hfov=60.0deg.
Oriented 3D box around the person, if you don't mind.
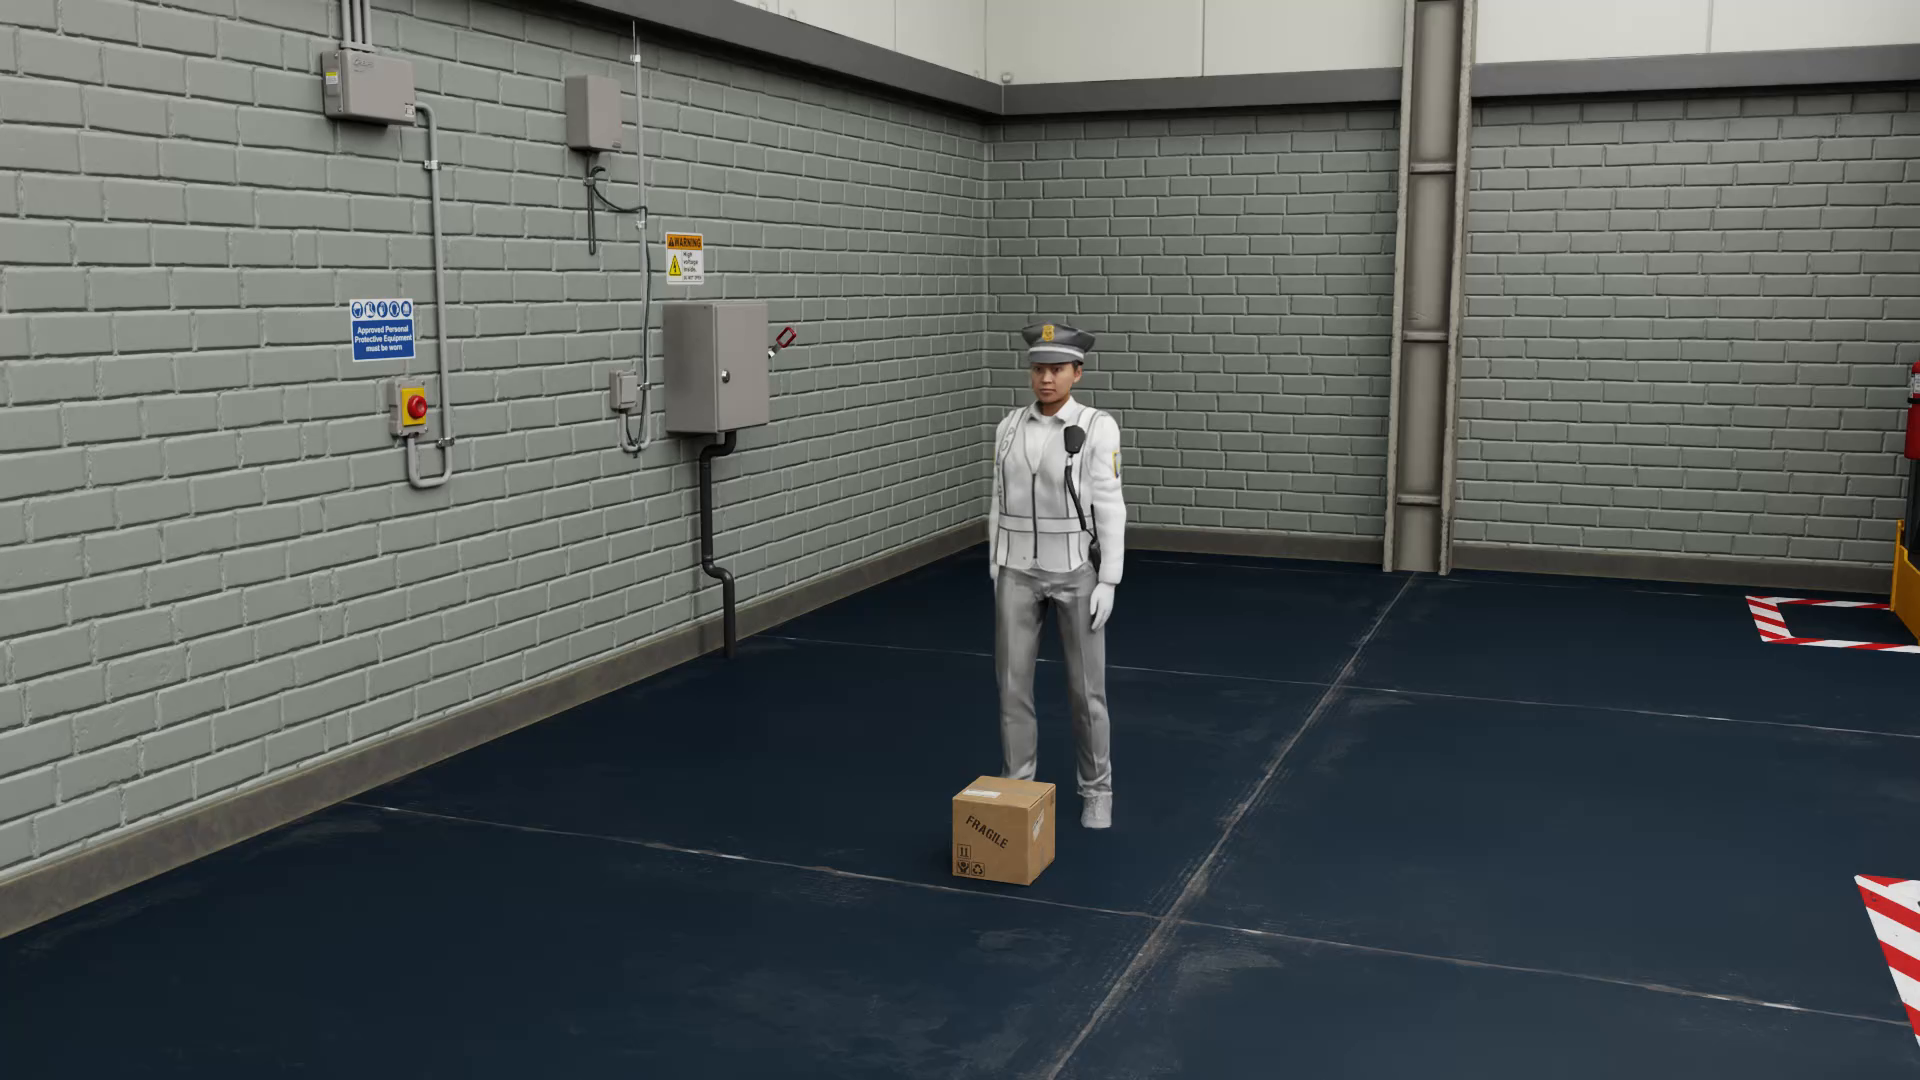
[{"bbox_3d":[0.310,0.172,5.487,0.473,1.719,0.391,4,10,22],"label":"person"}]
